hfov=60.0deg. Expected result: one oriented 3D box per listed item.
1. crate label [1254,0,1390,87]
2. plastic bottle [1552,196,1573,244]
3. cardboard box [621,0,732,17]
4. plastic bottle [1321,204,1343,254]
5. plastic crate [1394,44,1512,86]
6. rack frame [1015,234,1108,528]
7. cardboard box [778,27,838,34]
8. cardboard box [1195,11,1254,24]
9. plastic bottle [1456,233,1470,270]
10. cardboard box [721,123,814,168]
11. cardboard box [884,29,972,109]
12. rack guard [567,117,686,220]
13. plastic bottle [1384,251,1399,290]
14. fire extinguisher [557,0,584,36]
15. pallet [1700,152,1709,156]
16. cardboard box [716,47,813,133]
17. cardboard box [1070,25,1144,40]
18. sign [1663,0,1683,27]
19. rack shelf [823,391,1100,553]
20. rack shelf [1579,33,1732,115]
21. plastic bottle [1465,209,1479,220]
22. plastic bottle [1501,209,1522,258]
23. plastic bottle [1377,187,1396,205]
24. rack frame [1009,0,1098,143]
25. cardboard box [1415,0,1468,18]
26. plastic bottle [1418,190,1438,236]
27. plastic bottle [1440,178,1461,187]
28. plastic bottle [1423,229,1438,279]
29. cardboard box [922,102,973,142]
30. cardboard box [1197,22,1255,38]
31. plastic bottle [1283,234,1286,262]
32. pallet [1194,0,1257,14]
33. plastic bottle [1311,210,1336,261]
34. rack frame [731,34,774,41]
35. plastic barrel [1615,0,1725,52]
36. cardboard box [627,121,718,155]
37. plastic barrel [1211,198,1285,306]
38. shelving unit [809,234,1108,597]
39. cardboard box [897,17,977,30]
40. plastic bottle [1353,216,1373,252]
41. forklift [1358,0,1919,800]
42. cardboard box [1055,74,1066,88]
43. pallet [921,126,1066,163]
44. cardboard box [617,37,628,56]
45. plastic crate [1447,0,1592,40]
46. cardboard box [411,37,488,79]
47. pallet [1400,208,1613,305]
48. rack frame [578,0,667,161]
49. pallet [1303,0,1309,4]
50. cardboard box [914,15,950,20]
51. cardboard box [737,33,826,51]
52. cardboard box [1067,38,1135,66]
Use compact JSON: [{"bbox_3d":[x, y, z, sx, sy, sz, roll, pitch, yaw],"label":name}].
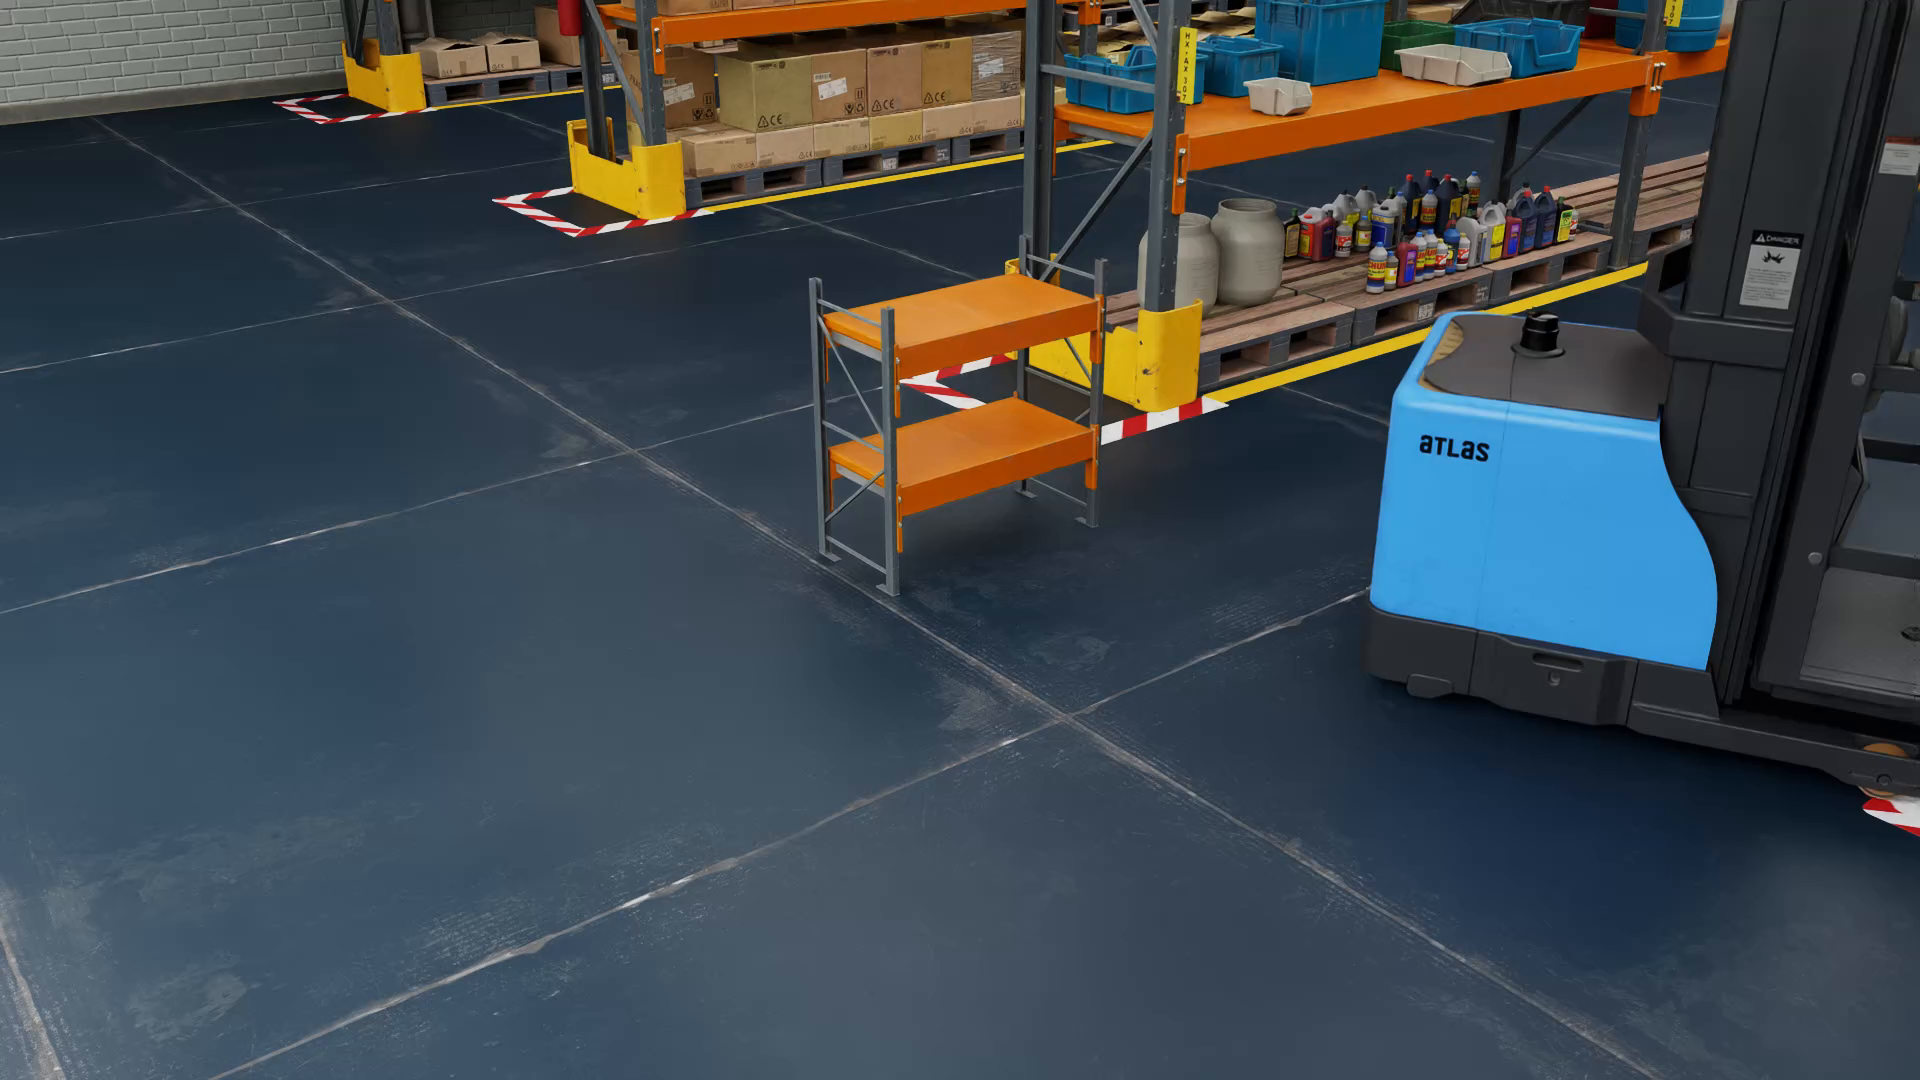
[{"bbox_3d":[1.957,-2.757,9.085,0.616,0.435,0.502,-18,31,-34],"label":"crate label"},{"bbox_3d":[3.648,-1.945,10.082,0.133,0.283,0.061,-17,30,-32],"label":"plastic bottle"},{"bbox_3d":[-2.003,-3.977,11.638,0.500,0.500,0.700,-18,31,-34],"label":"cardboard box"},{"bbox_3d":[2.174,-1.852,9.890,0.135,0.276,0.152,-19,31,-35],"label":"plastic bottle"},{"bbox_3d":[2.701,-2.587,9.073,0.437,0.136,0.530,-18,31,-34],"label":"plastic crate"},{"bbox_3d":[0.405,-0.644,6.802,0.032,1.125,0.500,-18,31,-34],"label":"rack frame"},{"bbox_3d":[-1.721,-5.756,18.037,0.500,0.500,0.700,-17,30,-32],"label":"cardboard box"},{"bbox_3d":[2.513,-4.781,15.589,0.500,0.311,0.500,-19,31,-35],"label":"cardboard box"},{"bbox_3d":[2.882,-1.665,9.576,0.097,0.201,0.097,0,25,0],"label":"plastic bottle"},{"bbox_3d":[-1.428,-2.955,12.321,0.500,0.250,0.500,-18,31,-34],"label":"cardboard box"},{"bbox_3d":[-0.253,-3.687,13.008,0.500,0.500,0.500,-18,31,-34],"label":"cardboard box"},{"bbox_3d":[-2.397,-2.675,11.919,0.348,0.500,1.175,-18,31,-34],"label":"rack guard"},{"bbox_3d":[2.376,-1.498,9.216,0.097,0.201,0.097,0,25,0],"label":"plastic bottle"},{"bbox_3d":[-2.758,-3.903,11.688,0.183,0.674,0.296,-18,31,-34],"label":"fire extinguisher"},{"bbox_3d":[6.337,-2.798,12.528,1.213,0.211,1.003,-18,31,-34],"label":"pallet"},{"bbox_3d":[-1.427,-3.294,12.162,0.500,0.500,0.500,-18,31,-34],"label":"cardboard box"},{"bbox_3d":[1.317,-4.389,14.745,0.500,0.311,0.500,-17,30,-33],"label":"cardboard box"},{"bbox_3d":[4.154,-3.152,9.650,0.005,0.325,0.100,-18,31,-34],"label":"sign"},{"bbox_3d":[0.005,-0.290,6.620,1.000,0.278,0.538,-18,31,-34],"label":"rack shelf"},{"bbox_3d":[5.397,-3.405,11.378,4.000,0.370,1.077,-18,31,-34],"label":"rack shelf"},{"bbox_3d":[3.005,-1.810,9.791,0.133,0.283,0.061,-18,31,-34],"label":"plastic bottle"},{"bbox_3d":[3.240,-1.811,9.792,0.133,0.283,0.061,-16,29,-31],"label":"plastic bottle"},{"bbox_3d":[2.627,-2.029,10.263,0.133,0.283,0.061,-17,30,-32],"label":"plastic bottle"},{"bbox_3d":[0.769,-4.854,13.645,0.127,3.000,1.000,-18,31,-34],"label":"rack frame"},{"bbox_3d":[4.860,-5.120,16.666,0.500,0.500,0.500,-20,31,-36],"label":"cardboard box"},{"bbox_3d":[2.892,-2.024,10.266,0.097,0.271,0.097,0,25,0],"label":"plastic bottle"},{"bbox_3d":[3.064,-2.145,10.522,0.135,0.276,0.152,-17,30,-32],"label":"plastic bottle"},{"bbox_3d":[2.643,-1.618,9.391,0.097,0.271,0.097,0,25,0],"label":"plastic bottle"},{"bbox_3d":[-0.245,-3.343,13.157,0.500,0.250,0.500,-18,31,-34],"label":"cardboard box"},{"bbox_3d":[2.457,-4.476,14.933,0.500,0.311,0.500,-17,30,-33],"label":"cardboard box"},{"bbox_3d":[1.850,-1.725,9.706,0.097,0.201,0.097,0,25,0],"label":"plastic bottle"},{"bbox_3d":[3.444,-7.082,21.758,1.213,0.211,1.003,-18,31,-34],"label":"pallet"},{"bbox_3d":[2.131,-1.784,9.735,0.133,0.283,0.061,-18,31,-34],"label":"plastic bottle"},{"bbox_3d":[-2.290,-6.494,17.179,0.127,3.000,1.000,-18,31,-34],"label":"rack frame"},{"bbox_3d":[4.314,-3.439,10.002,0.708,0.901,0.600,-18,31,-34],"label":"plastic barrel"},{"bbox_3d":[-2.139,-2.995,12.408,0.500,0.250,0.500,-18,31,-34],"label":"cardboard box"},{"bbox_3d":[1.540,-1.561,9.008,0.421,0.512,0.421,0,25,0],"label":"plastic barrel"},{"bbox_3d":[0.005,-0.512,6.517,1.048,1.125,0.538,-18,31,-34],"label":"shelving unit"},{"bbox_3d":[-0.177,-3.988,13.656,0.500,0.500,0.500,-18,31,-34],"label":"cardboard box"},{"bbox_3d":[2.411,-1.834,9.939,0.097,0.201,0.097,0,25,0],"label":"plastic bottle"},{"bbox_3d":[2.923,-0.764,4.914,3.031,2.935,1.130,10,27,21],"label":"forklift"},{"bbox_3d":[0.917,-4.001,14.575,0.500,0.250,0.500,-19,31,-35],"label":"cardboard box"},{"bbox_3d":[0.118,-3.396,13.817,1.213,0.211,1.003,-18,31,-34],"label":"pallet"},{"bbox_3d":[-3.561,-4.991,16.806,0.250,0.149,0.380,-21,32,-38],"label":"cardboard box"},{"bbox_3d":[3.332,-3.090,9.918,0.504,0.338,0.767,-18,31,-34],"label":"plastic crate"},{"bbox_3d":[-4.838,-4.585,15.737,0.500,0.311,0.500,-23,33,-40],"label":"cardboard box"},{"bbox_3d":[3.269,-1.786,10.348,1.213,0.211,1.003,-18,31,-34],"label":"pallet"},{"bbox_3d":[-2.378,-3.815,11.406,0.127,3.000,1.000,-18,31,-34],"label":"rack frame"},{"bbox_3d":[4.652,-7.479,22.614,1.213,0.211,1.003,-18,31,-34],"label":"pallet"},{"bbox_3d":[-0.528,-6.161,18.908,0.500,0.500,0.700,-18,31,-34],"label":"cardboard box"},{"bbox_3d":[-1.362,-3.601,12.822,0.500,0.500,0.500,-18,31,-34],"label":"cardboard box"},{"bbox_3d":[1.248,-4.076,14.071,0.500,0.311,0.500,-18,30,-34],"label":"cardboard box"}]
